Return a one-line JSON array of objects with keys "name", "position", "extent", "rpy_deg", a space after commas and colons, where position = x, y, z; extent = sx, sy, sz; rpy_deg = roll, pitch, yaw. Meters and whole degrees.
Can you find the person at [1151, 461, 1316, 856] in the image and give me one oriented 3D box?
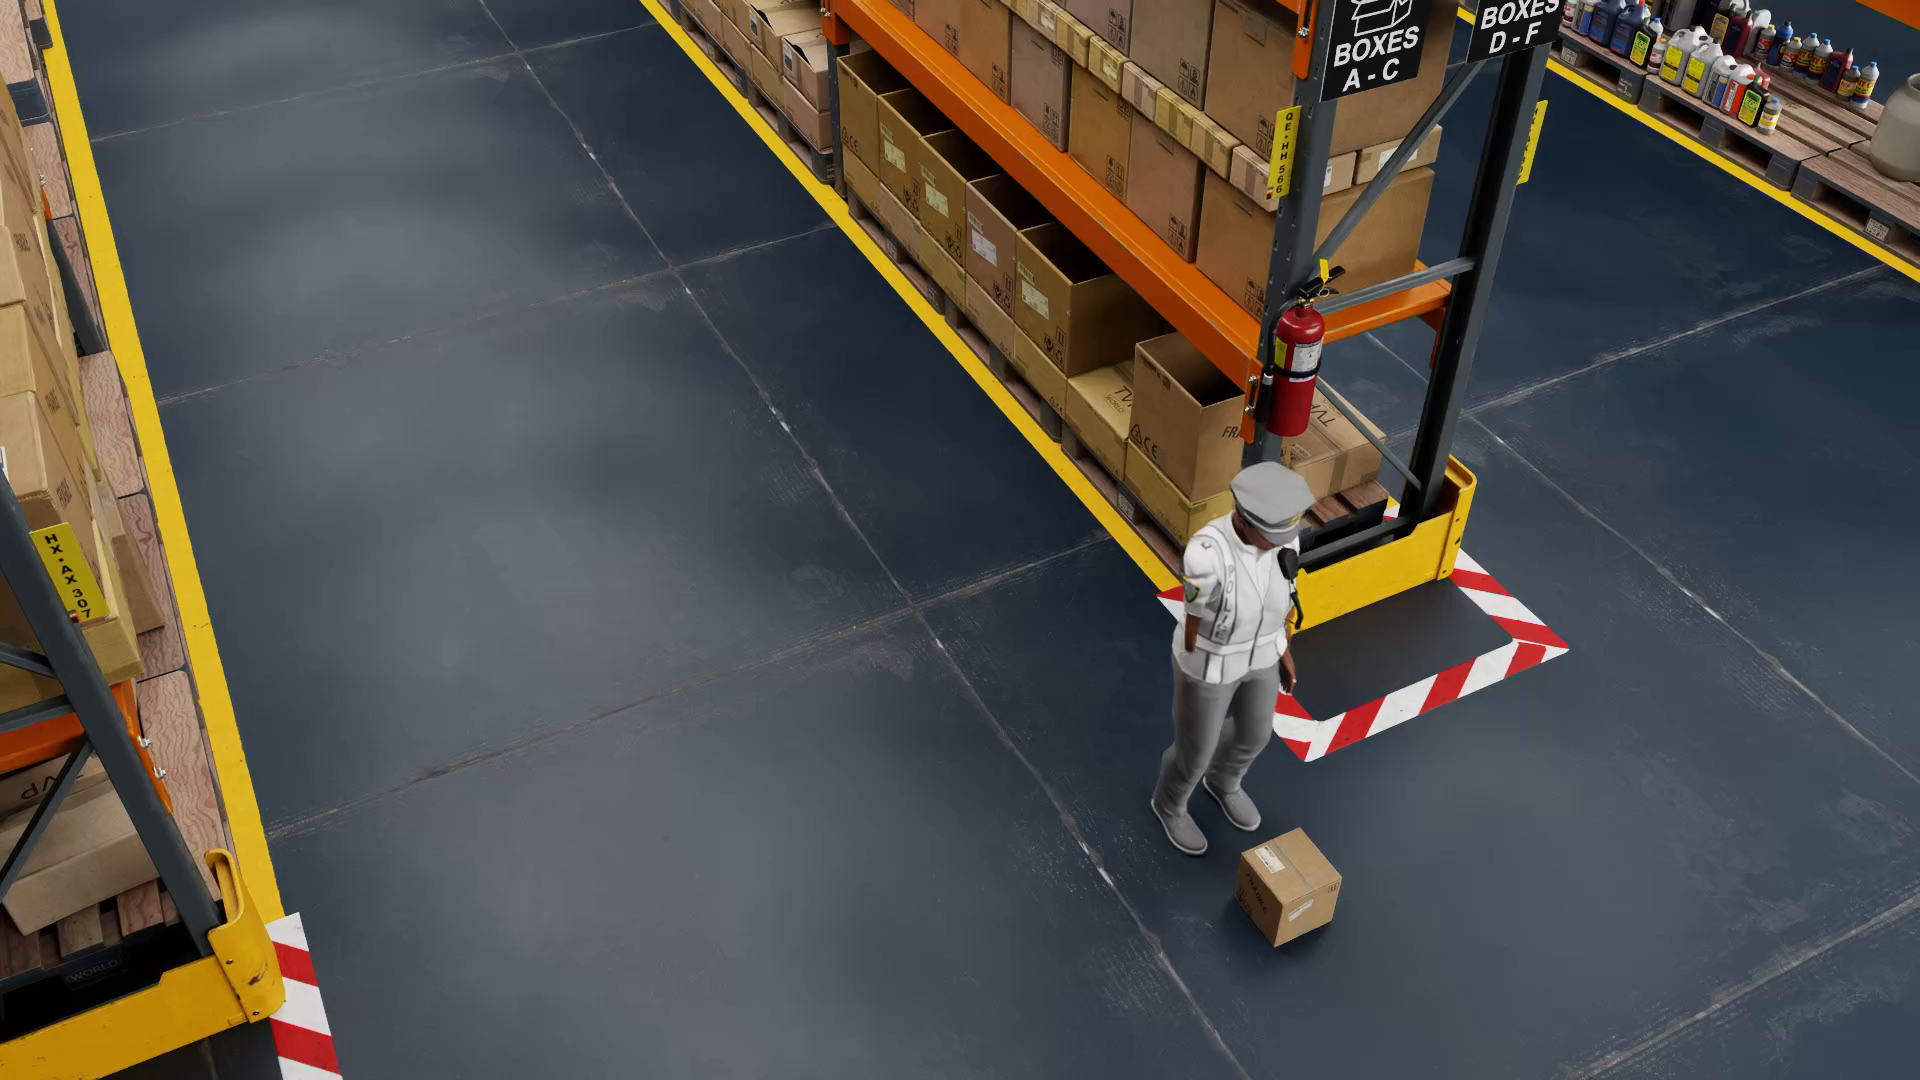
[{"name": "person", "position": [0.940, 0.413, 5.708], "extent": [0.443, 1.651, 0.351], "rpy_deg": [-19, 45, -20]}]
